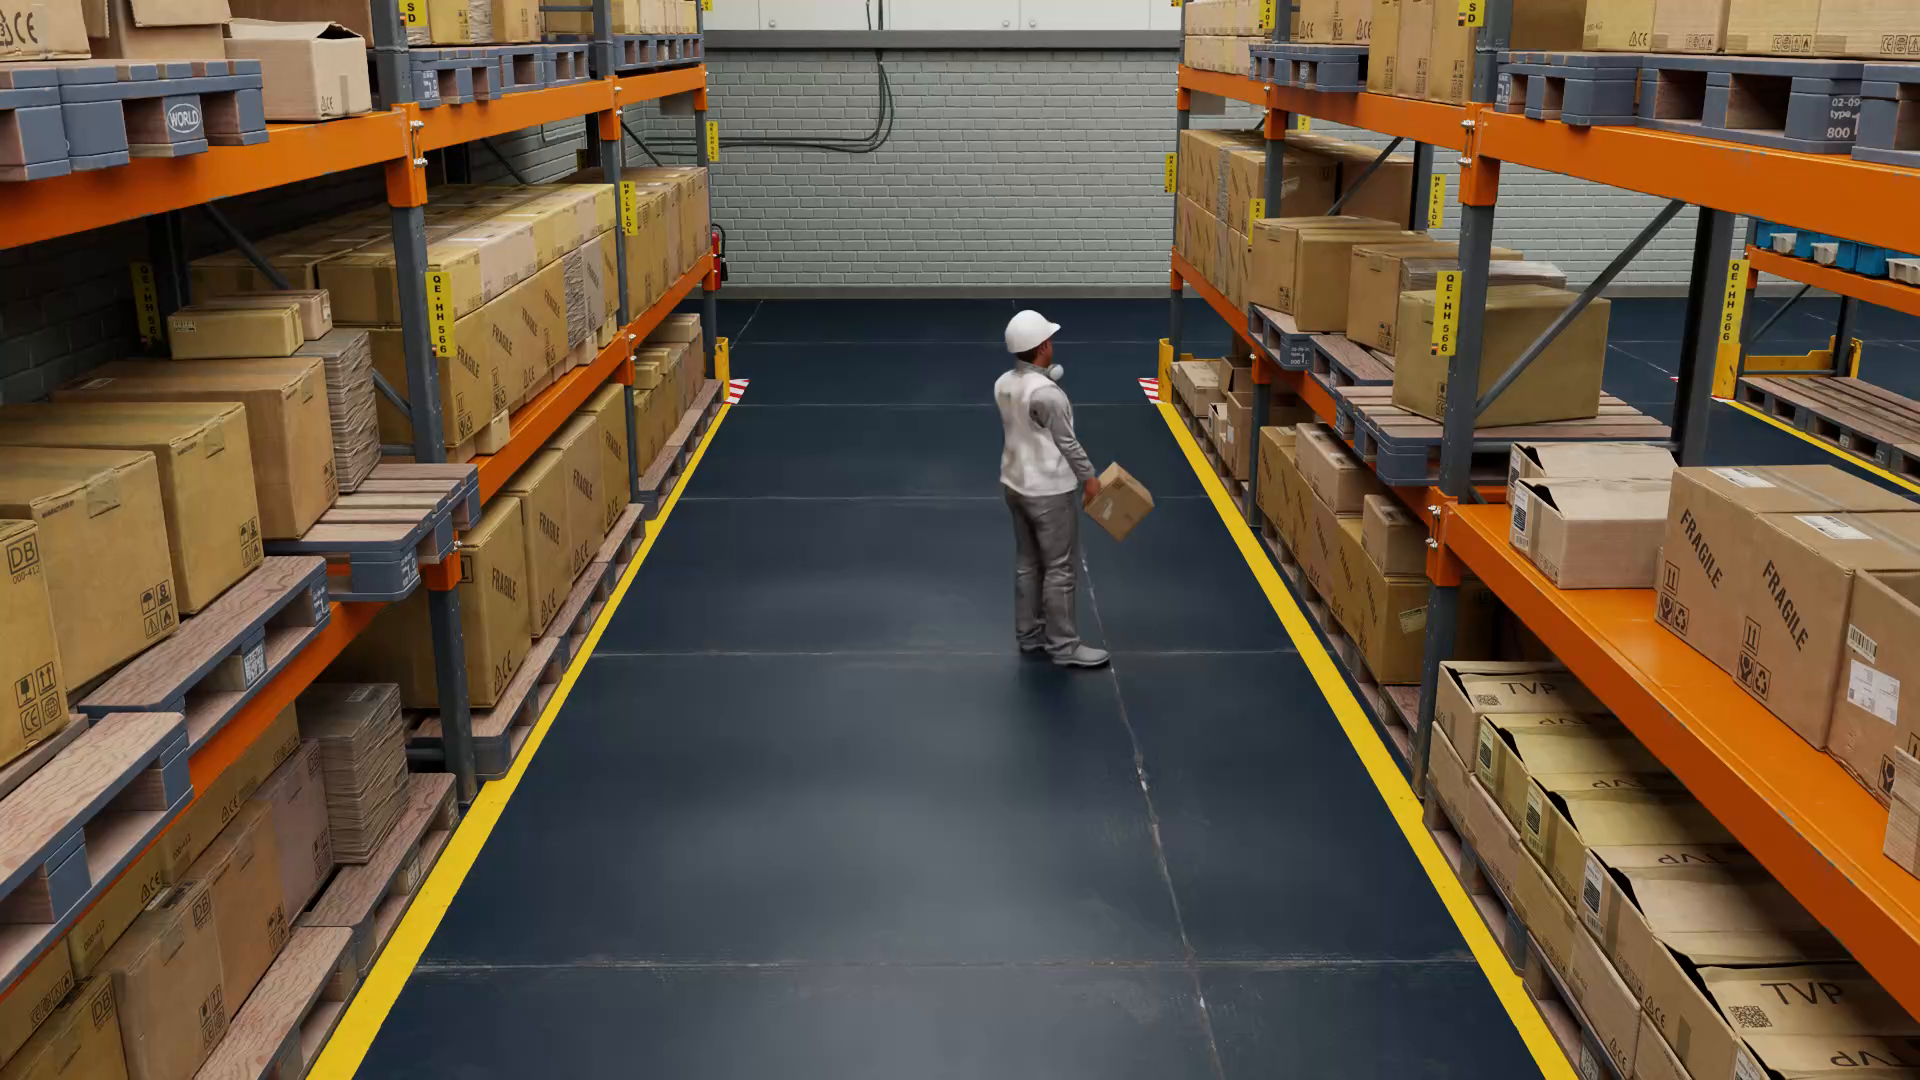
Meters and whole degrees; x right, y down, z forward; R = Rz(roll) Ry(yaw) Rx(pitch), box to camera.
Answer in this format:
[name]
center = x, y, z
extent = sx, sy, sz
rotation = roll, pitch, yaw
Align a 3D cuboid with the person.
[person]
center = 0.451, -0.263, 8.334
extent = 0.478, 1.776, 0.576
rotation = -9, 19, -27
